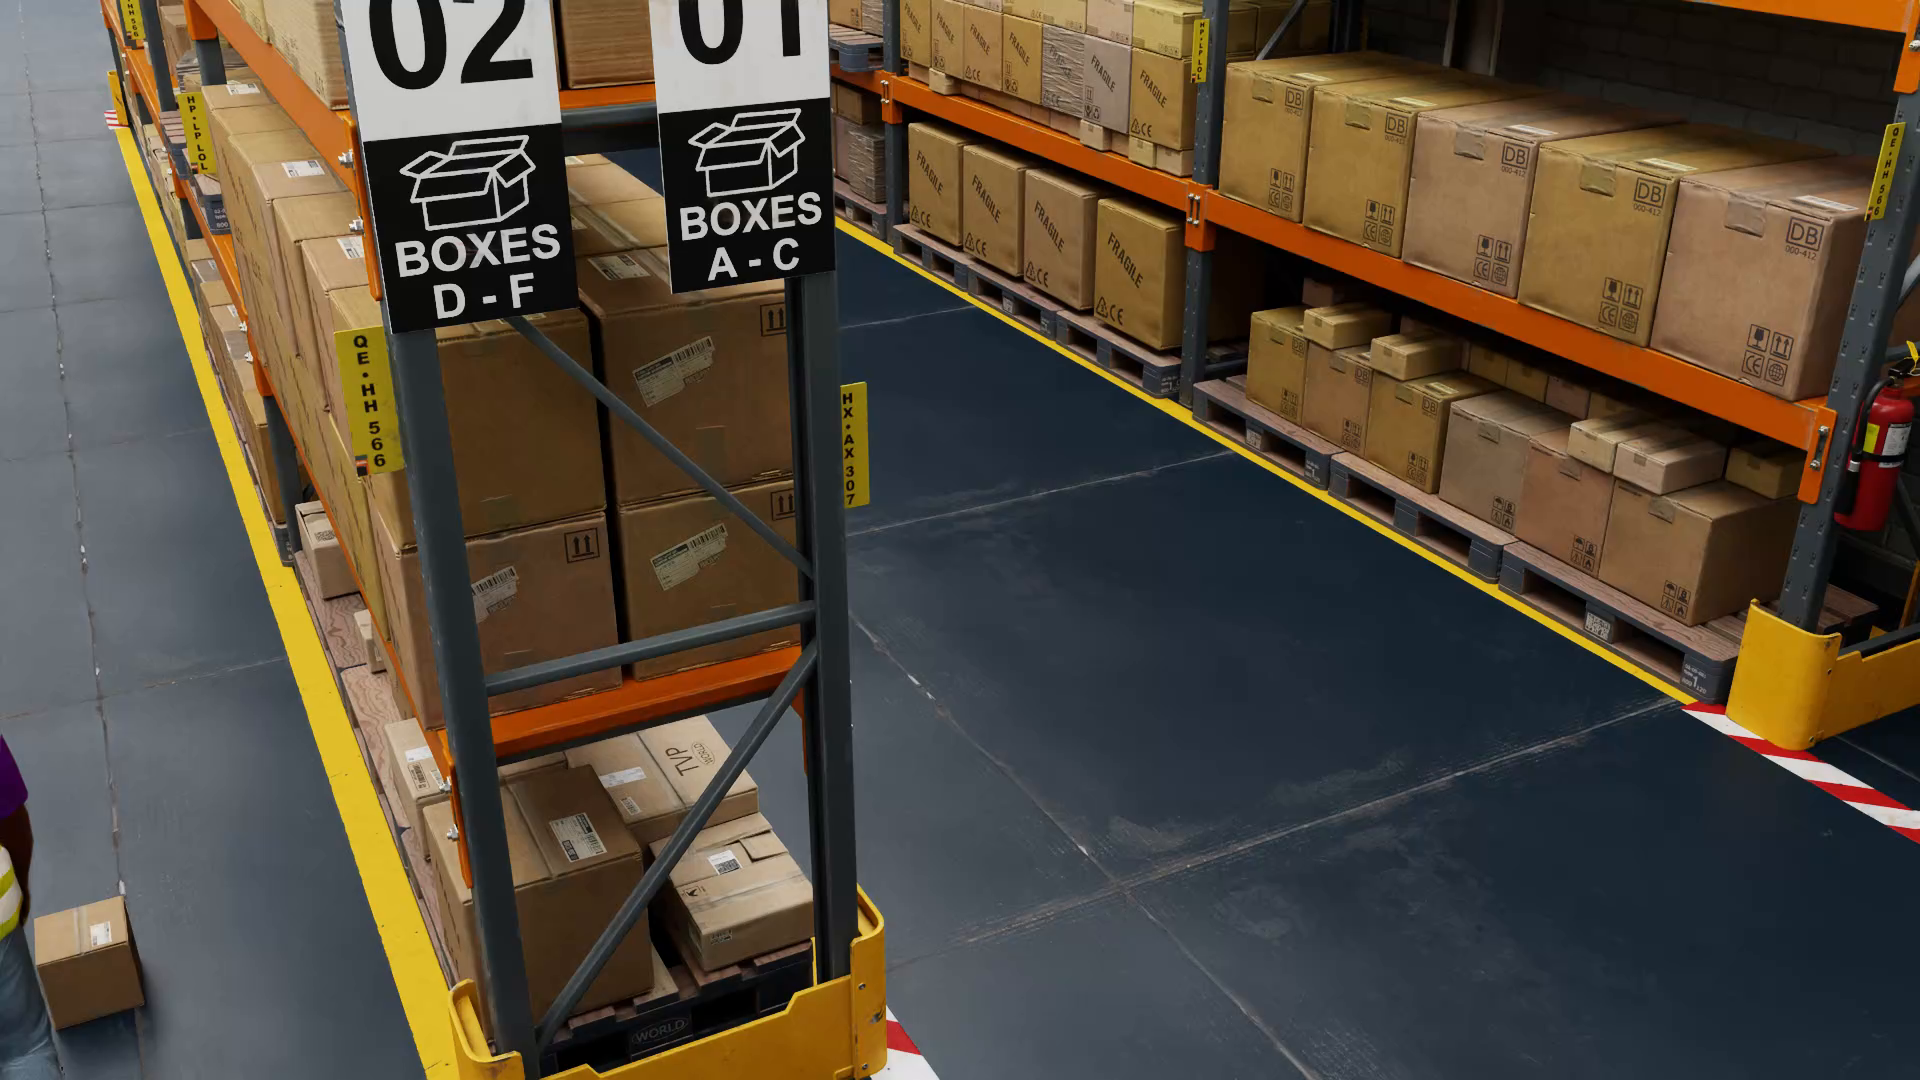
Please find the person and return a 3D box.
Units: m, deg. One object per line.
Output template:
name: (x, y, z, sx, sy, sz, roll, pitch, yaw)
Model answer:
person: (-2.515, 0.968, 4.051, 0.573, 1.742, 0.949, -15, 29, -29)
